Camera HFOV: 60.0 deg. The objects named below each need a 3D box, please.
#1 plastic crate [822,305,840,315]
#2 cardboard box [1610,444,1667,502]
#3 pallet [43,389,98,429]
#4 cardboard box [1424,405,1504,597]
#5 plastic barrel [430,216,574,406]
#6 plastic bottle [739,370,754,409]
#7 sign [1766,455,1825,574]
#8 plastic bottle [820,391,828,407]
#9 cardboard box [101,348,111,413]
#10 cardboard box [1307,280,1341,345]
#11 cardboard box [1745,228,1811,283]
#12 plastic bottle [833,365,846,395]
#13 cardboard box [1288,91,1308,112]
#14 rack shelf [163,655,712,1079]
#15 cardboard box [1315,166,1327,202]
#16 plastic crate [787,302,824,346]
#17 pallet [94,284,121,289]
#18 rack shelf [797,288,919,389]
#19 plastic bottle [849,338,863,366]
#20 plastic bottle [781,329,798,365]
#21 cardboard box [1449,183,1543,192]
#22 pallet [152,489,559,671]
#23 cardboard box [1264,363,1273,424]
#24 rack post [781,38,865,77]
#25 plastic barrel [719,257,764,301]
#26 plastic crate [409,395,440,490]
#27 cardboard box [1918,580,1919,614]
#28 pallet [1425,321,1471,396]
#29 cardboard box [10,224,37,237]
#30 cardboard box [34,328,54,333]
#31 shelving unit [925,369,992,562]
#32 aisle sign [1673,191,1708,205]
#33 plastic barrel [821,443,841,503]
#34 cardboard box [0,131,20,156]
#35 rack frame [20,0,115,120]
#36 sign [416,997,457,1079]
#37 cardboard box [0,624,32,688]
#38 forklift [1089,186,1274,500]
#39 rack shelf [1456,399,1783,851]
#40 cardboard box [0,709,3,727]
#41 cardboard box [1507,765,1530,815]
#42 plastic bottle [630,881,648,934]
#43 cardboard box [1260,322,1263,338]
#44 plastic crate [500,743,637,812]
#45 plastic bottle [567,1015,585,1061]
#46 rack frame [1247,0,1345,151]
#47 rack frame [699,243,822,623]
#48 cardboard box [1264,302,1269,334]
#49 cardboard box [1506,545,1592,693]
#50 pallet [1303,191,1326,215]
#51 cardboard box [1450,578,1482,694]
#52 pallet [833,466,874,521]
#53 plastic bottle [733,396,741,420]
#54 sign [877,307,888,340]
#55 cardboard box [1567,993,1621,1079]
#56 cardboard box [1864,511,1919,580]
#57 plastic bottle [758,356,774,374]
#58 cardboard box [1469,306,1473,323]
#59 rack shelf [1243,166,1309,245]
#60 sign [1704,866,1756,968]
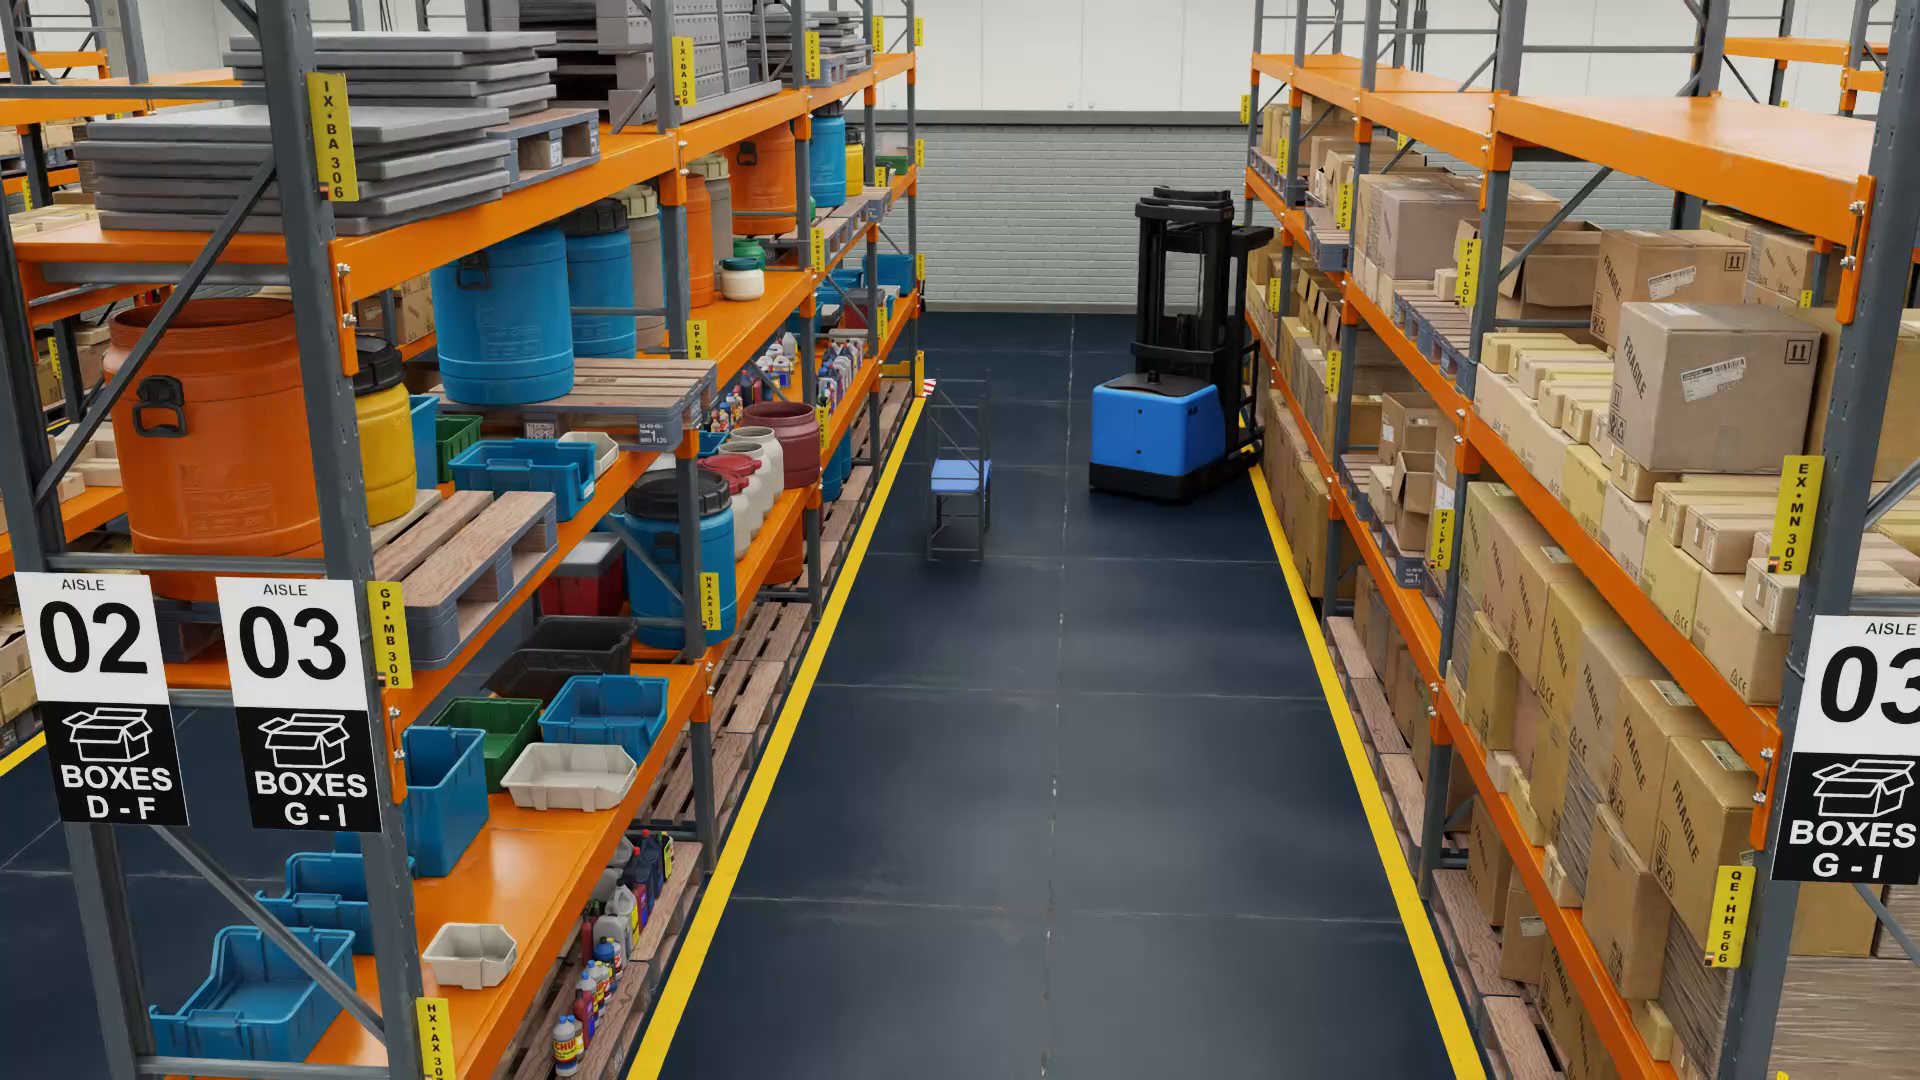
[{"bbox_3d":[-1.497,-2.488,18.353,0.293,0.136,0.466,1,18,4],"label":"plastic crate"},{"bbox_3d":[2.567,-0.241,5.950,0.380,0.149,0.250,0,18,1],"label":"cardboard box"},{"bbox_3d":[-10.986,-1.548,19.634,1.003,0.211,1.213,1,18,4],"label":"pallet"},{"bbox_3d":[3.241,-0.170,9.315,1.000,1.000,1.000,1,18,4],"label":"cardboard box"},{"bbox_3d":[-2.074,-1.109,7.521,0.600,0.901,0.708,1,18,4],"label":"plastic barrel"},{"bbox_3d":[-1.871,-1.310,14.511,0.144,0.351,0.185,1,18,4],"label":"plastic bottle"},{"bbox_3d":[2.206,-0.065,4.391,0.100,0.325,0.005,1,18,4],"label":"sign"},{"bbox_3d":[-1.151,-1.123,14.047,0.061,0.283,0.133,1,18,4],"label":"plastic bottle"},{"bbox_3d":[-6.617,-1.352,13.724,0.700,0.500,0.500,-5,19,-15],"label":"cardboard box"},{"bbox_3d":[3.520,-2.040,14.886,0.797,0.503,0.637,1,18,5],"label":"cardboard box"},{"bbox_3d":[8.404,-2.920,17.100,0.500,0.500,0.500,2,18,5],"label":"cardboard box"},{"bbox_3d":[-1.117,-1.465,15.103,0.152,0.276,0.135,1,18,4],"label":"plastic bottle"},{"bbox_3d":[3.750,-4.618,17.510,0.500,0.250,0.500,1,18,2],"label":"cardboard box"},{"bbox_3d":[-2.039,1.410,7.284,1.077,0.370,4.000,1,18,4],"label":"rack shelf"},{"bbox_3d":[3.450,-3.171,14.761,0.500,0.311,0.500,1,18,2],"label":"cardboard box"},{"bbox_3d":[-1.629,-2.211,17.109,0.392,0.384,0.575,1,18,4],"label":"plastic crate"},{"bbox_3d":[-6.509,-2.030,12.113,1.213,0.211,1.003,2,18,6],"label":"pallet"},{"bbox_3d":[-1.179,-2.317,18.658,1.077,0.370,4.000,1,18,4],"label":"rack shelf"},{"bbox_3d":[-1.028,-1.849,16.274,0.152,0.276,0.135,1,18,4],"label":"plastic bottle"},{"bbox_3d":[-1.674,-1.899,16.308,0.144,0.351,0.185,1,18,4],"label":"plastic bottle"},{"bbox_3d":[3.521,-2.082,11.005,0.500,0.500,0.500,1,18,4],"label":"cardboard box"},{"bbox_3d":[-2.026,0.099,5.616,1.003,0.211,1.213,1,18,4],"label":"pallet"},{"bbox_3d":[3.810,-1.599,18.052,0.875,0.875,0.875,1,18,4],"label":"cardboard box"},{"bbox_3d":[-1.340,-4.019,13.867,0.937,0.300,0.954,3,18,10],"label":"rack post"},{"bbox_3d":[-1.467,-1.755,11.192,0.301,0.262,0.301,0,18,0],"label":"plastic barrel"},{"bbox_3d":[-2.346,-0.327,6.640,0.392,0.384,0.575,1,18,4],"label":"plastic crate"},{"bbox_3d":[3.050,0.302,4.934,0.500,0.250,0.500,2,18,6],"label":"cardboard box"},{"bbox_3d":[3.195,-0.968,8.870,1.213,0.211,1.003,1,18,4],"label":"pallet"},{"bbox_3d":[-6.598,-1.978,11.218,0.500,0.250,0.500,1,18,3],"label":"cardboard box"},{"bbox_3d":[-11.093,-2.487,20.321,0.380,0.149,0.250,1,18,4],"label":"cardboard box"},{"bbox_3d":[-0.006,-0.686,14.936,0.538,1.500,1.048,1,18,4],"label":"shelving unit"},{"bbox_3d":[8.551,-4.292,19.356,0.394,0.787,0.004,1,18,4],"label":"aisle sign"},{"bbox_3d":[-1.429,-0.851,15.726,0.600,0.901,0.708,1,18,4],"label":"plastic barrel"},{"bbox_3d":[-10.811,-4.386,18.406,0.500,0.250,0.500,1,18,2],"label":"cardboard box"},{"bbox_3d":[-10.917,-6.352,20.183,1.000,3.000,0.127,1,18,4],"label":"rack frame"},{"bbox_3d":[-1.634,1.572,5.192,0.100,0.325,0.005,1,18,4],"label":"sign"},{"bbox_3d":[-6.481,0.737,11.024,0.500,0.311,0.500,1,18,2],"label":"cardboard box"},{"bbox_3d":[2.514,-2.184,17.209,1.130,2.935,3.031,11,21,31],"label":"forklift"},{"bbox_3d":[2.901,0.095,6.480,1.077,0.370,4.000,1,18,4],"label":"rack shelf"},{"bbox_3d":[-6.522,1.164,10.621,0.500,0.250,0.500,2,18,5],"label":"cardboard box"},{"bbox_3d":[2.664,1.126,7.400,0.380,0.149,0.250,1,18,4],"label":"cardboard box"},{"bbox_3d":[-1.638,1.847,8.453,0.061,0.283,0.133,3,18,8],"label":"plastic bottle"},{"bbox_3d":[3.386,-2.229,17.639,0.380,0.149,0.250,2,18,5],"label":"cardboard box"},{"bbox_3d":[-1.760,1.083,7.552,0.530,0.136,0.437,1,18,4],"label":"plastic crate"},{"bbox_3d":[-1.734,2.222,7.439,0.097,0.201,0.097,0,18,0],"label":"plastic bottle"},{"bbox_3d":[3.905,-6.020,19.170,1.000,3.000,0.127,1,18,4],"label":"rack frame"},{"bbox_3d":[-1.609,-0.795,12.859,1.000,3.000,0.127,1,18,4],"label":"rack frame"},{"bbox_3d":[3.422,-2.301,17.217,0.500,0.250,0.500,2,18,6],"label":"cardboard box"},{"bbox_3d":[2.688,0.339,7.156,0.500,0.500,0.500,1,18,4],"label":"cardboard box"},{"bbox_3d":[3.601,-2.975,15.003,0.805,0.209,1.217,1,18,2],"label":"pallet"},{"bbox_3d":[2.950,0.507,8.246,0.875,0.500,0.500,1,18,4],"label":"cardboard box"},{"bbox_3d":[-1.419,-0.474,16.356,1.003,0.211,1.213,1,18,4],"label":"pallet"},{"bbox_3d":[-1.921,-1.124,14.183,0.097,0.201,0.097,0,18,0],"label":"plastic bottle"},{"bbox_3d":[-0.774,-2.156,16.568,0.100,0.325,0.005,1,18,4],"label":"sign"},{"bbox_3d":[2.892,2.214,7.015,0.500,0.500,0.500,3,18,9],"label":"cardboard box"},{"bbox_3d":[3.018,0.017,5.165,0.380,0.149,0.250,1,18,3],"label":"cardboard box"},{"bbox_3d":[-1.802,-1.556,15.379,0.152,0.276,0.135,1,18,4],"label":"plastic bottle"},{"bbox_3d":[3.012,-1.297,9.117,0.396,0.266,0.258,2,18,6],"label":"cardboard box"},{"bbox_3d":[3.761,-3.632,17.854,1.077,0.370,4.000,1,18,4],"label":"rack shelf"},{"bbox_3d":[2.206,1.081,4.766,0.100,0.325,0.005,1,18,4],"label":"sign"}]
